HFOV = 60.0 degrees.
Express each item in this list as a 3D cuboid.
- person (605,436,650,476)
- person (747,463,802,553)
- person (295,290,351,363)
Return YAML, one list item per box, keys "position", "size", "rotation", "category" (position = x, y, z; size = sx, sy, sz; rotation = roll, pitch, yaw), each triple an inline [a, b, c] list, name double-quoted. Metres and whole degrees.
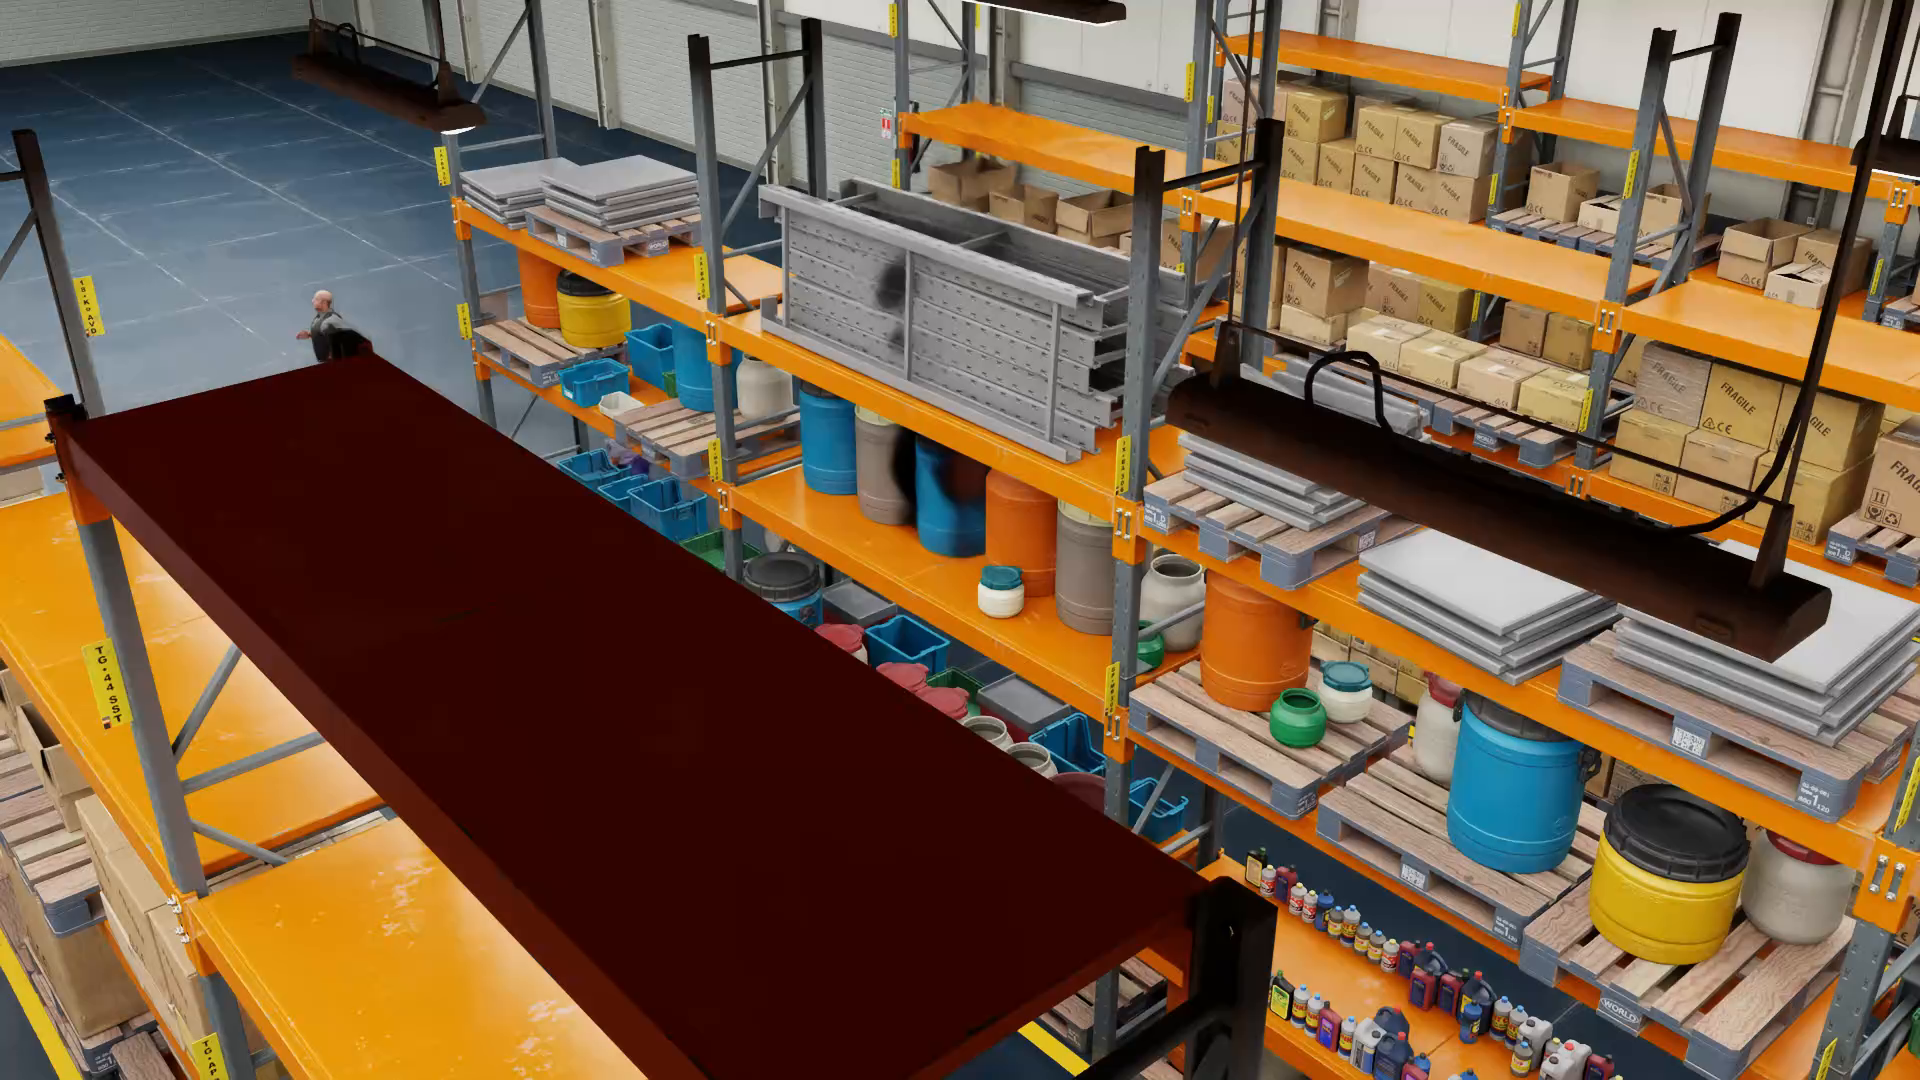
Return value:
- position: [-3.427, -0.697, 17.197]
  size: [0.521, 1.585, 0.612]
  rotation: [7, 28, 14]
  category: "person"
- position: [-1.745, -0.229, 16.052]
  size: [0.709, 1.792, 0.640]
  rotation: [20, 33, 33]
  category: "person"
- position: [-7.481, -2.140, 19.836]
  size: [0.949, 1.723, 0.657]
  rotation: [-11, 29, -21]
  category: "person"
